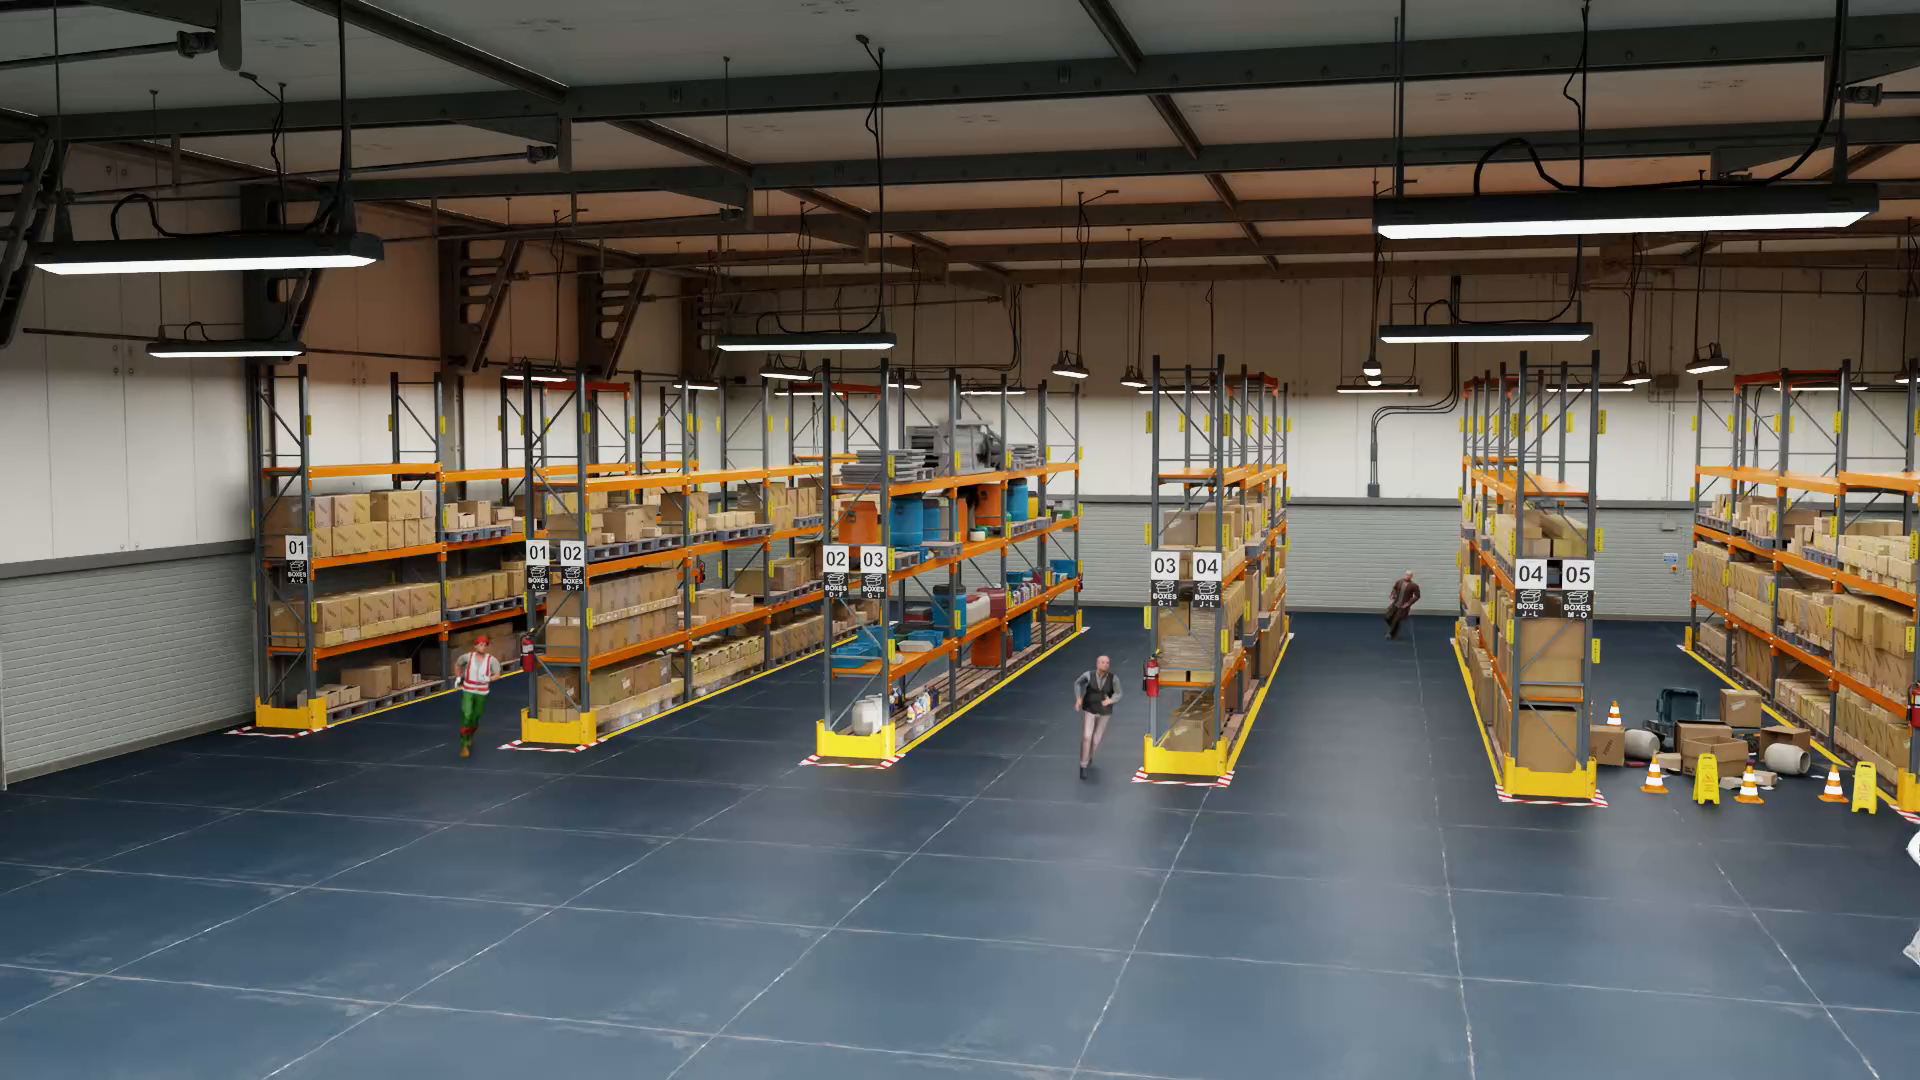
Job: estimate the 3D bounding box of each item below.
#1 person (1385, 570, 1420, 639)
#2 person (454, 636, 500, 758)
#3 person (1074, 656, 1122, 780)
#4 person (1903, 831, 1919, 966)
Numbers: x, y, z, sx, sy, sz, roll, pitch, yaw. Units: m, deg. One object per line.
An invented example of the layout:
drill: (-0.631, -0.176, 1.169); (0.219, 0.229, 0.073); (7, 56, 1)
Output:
person: (10.251, 1.512, 38.687); (0.552, 1.644, 0.853); (-3, 5, -40)
person: (-7.388, 2.361, 25.476); (0.673, 1.791, 0.880); (-2, 4, -22)
person: (1.991, 2.506, 23.935); (0.684, 1.710, 0.929); (0, 4, -2)
person: (8.875, 3.118, 14.939); (0.598, 1.746, 0.716); (-3, 5, -38)
